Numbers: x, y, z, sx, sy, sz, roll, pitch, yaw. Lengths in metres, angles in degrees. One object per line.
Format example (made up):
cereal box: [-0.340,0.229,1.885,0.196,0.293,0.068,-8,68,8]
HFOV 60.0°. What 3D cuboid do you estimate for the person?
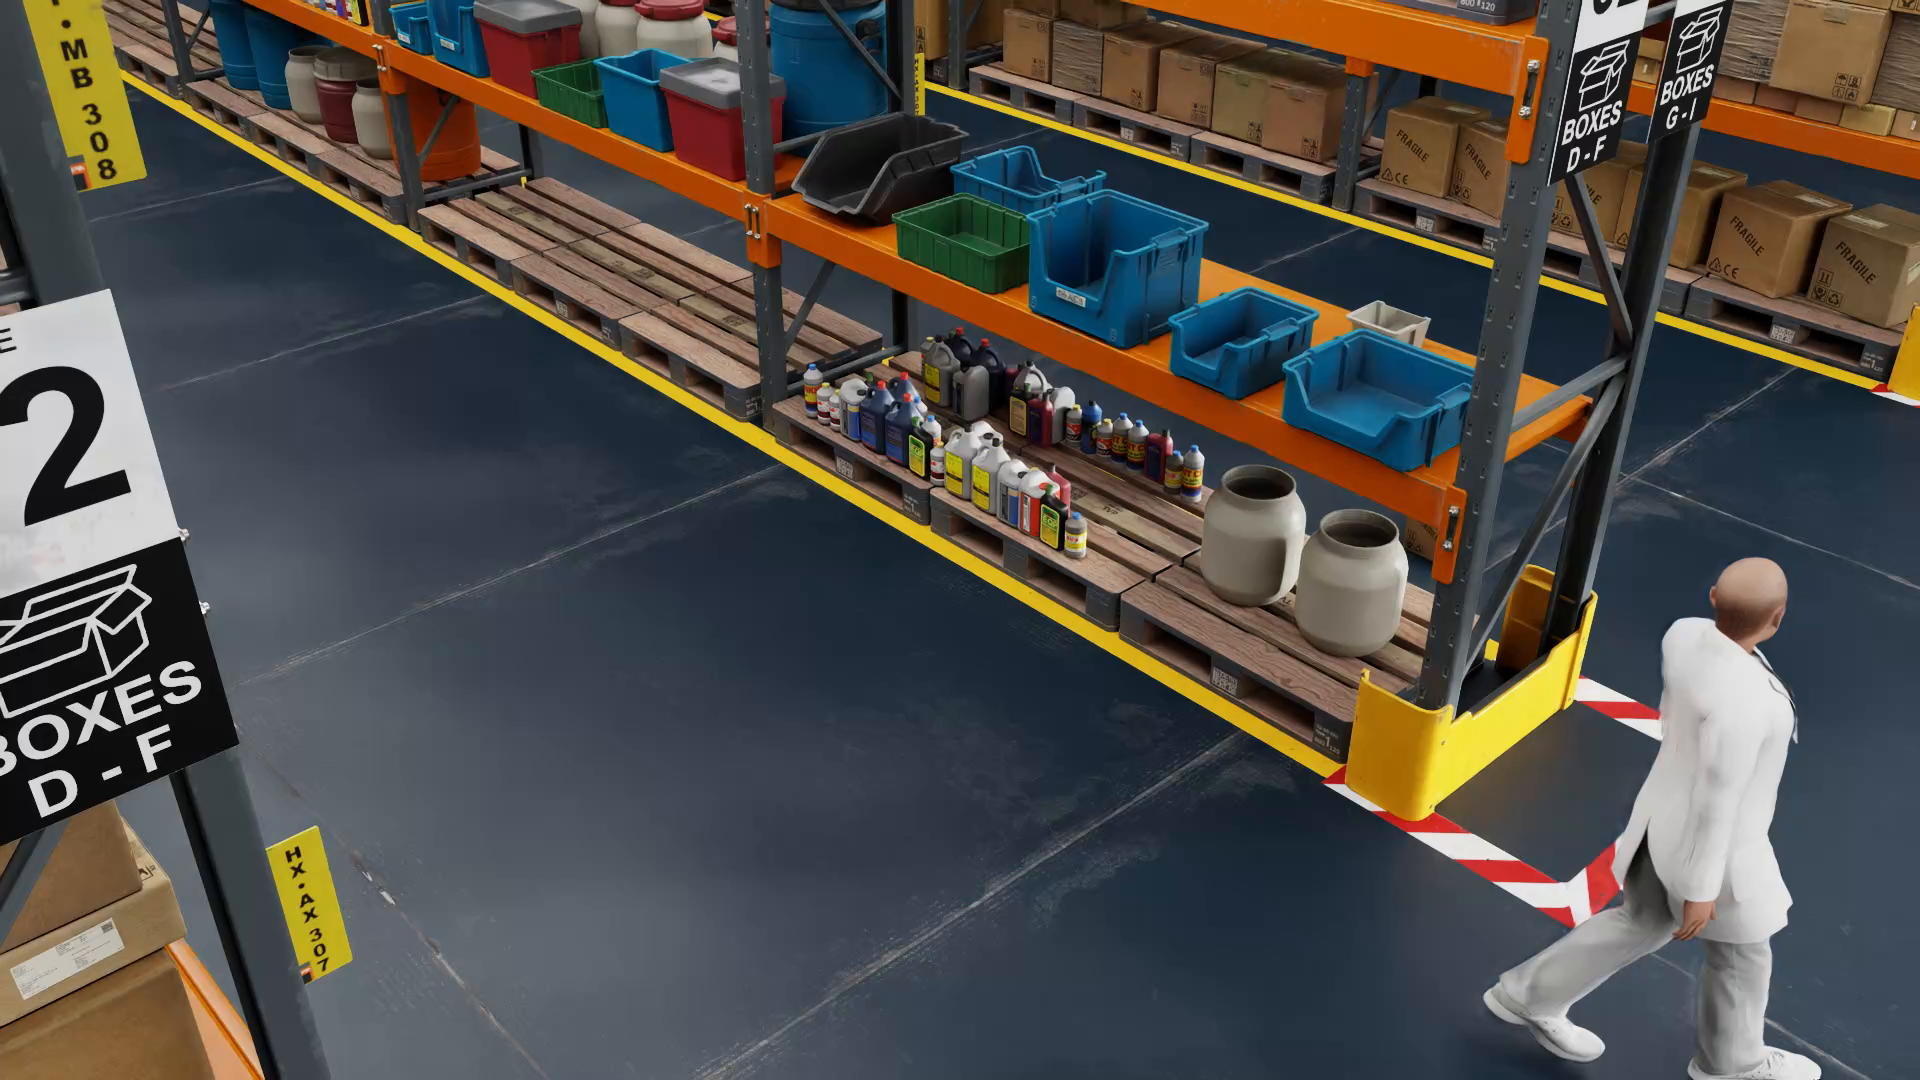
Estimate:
person: [2.121,0.835,4.775,0.978,1.733,0.621,0,31,1]
